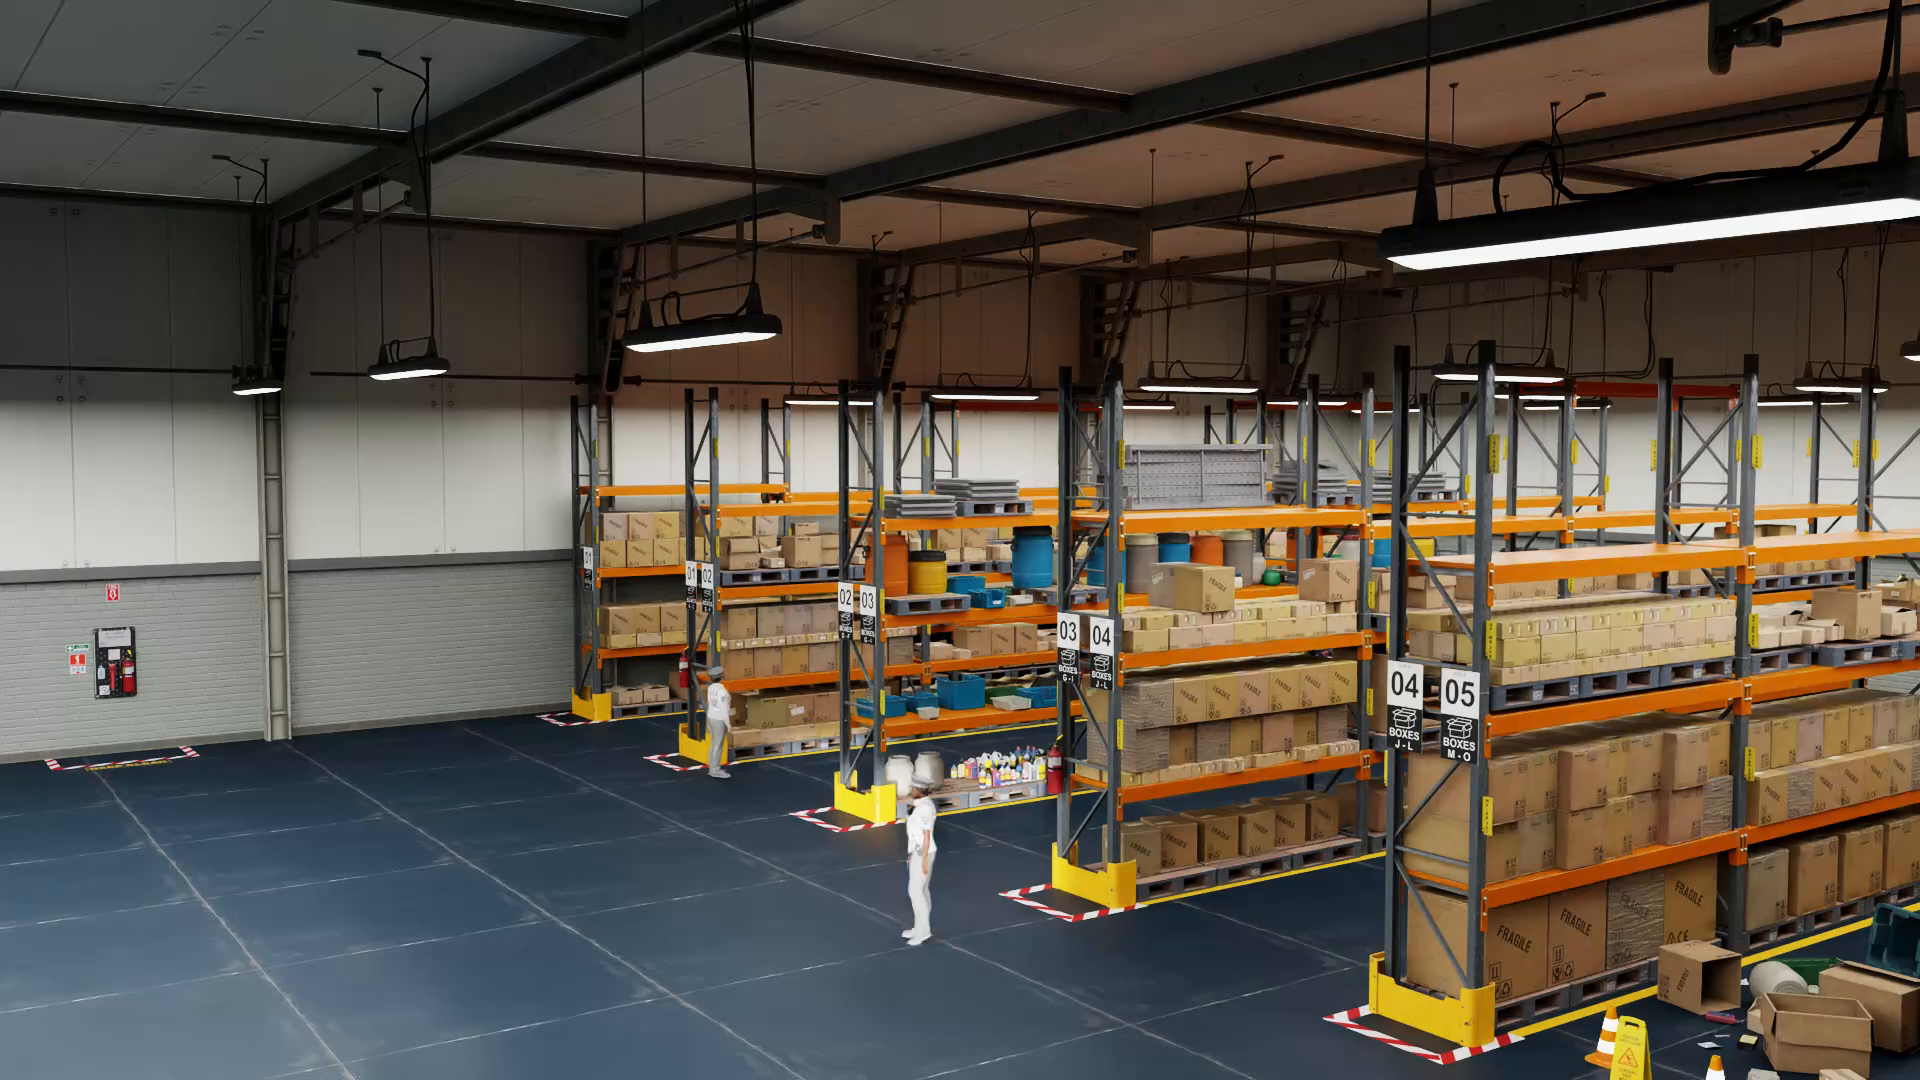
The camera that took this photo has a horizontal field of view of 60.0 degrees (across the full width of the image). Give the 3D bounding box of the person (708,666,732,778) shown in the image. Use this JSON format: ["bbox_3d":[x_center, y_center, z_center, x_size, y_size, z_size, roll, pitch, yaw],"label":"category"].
[{"bbox_3d":[-3.688,2.781,25.487,0.341,1.697,0.494,-1,4,-19],"label":"person"}]

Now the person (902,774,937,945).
[{"bbox_3d":[-0.422,3.304,17.243,0.359,1.727,0.543,0,3,-3],"label":"person"}]
